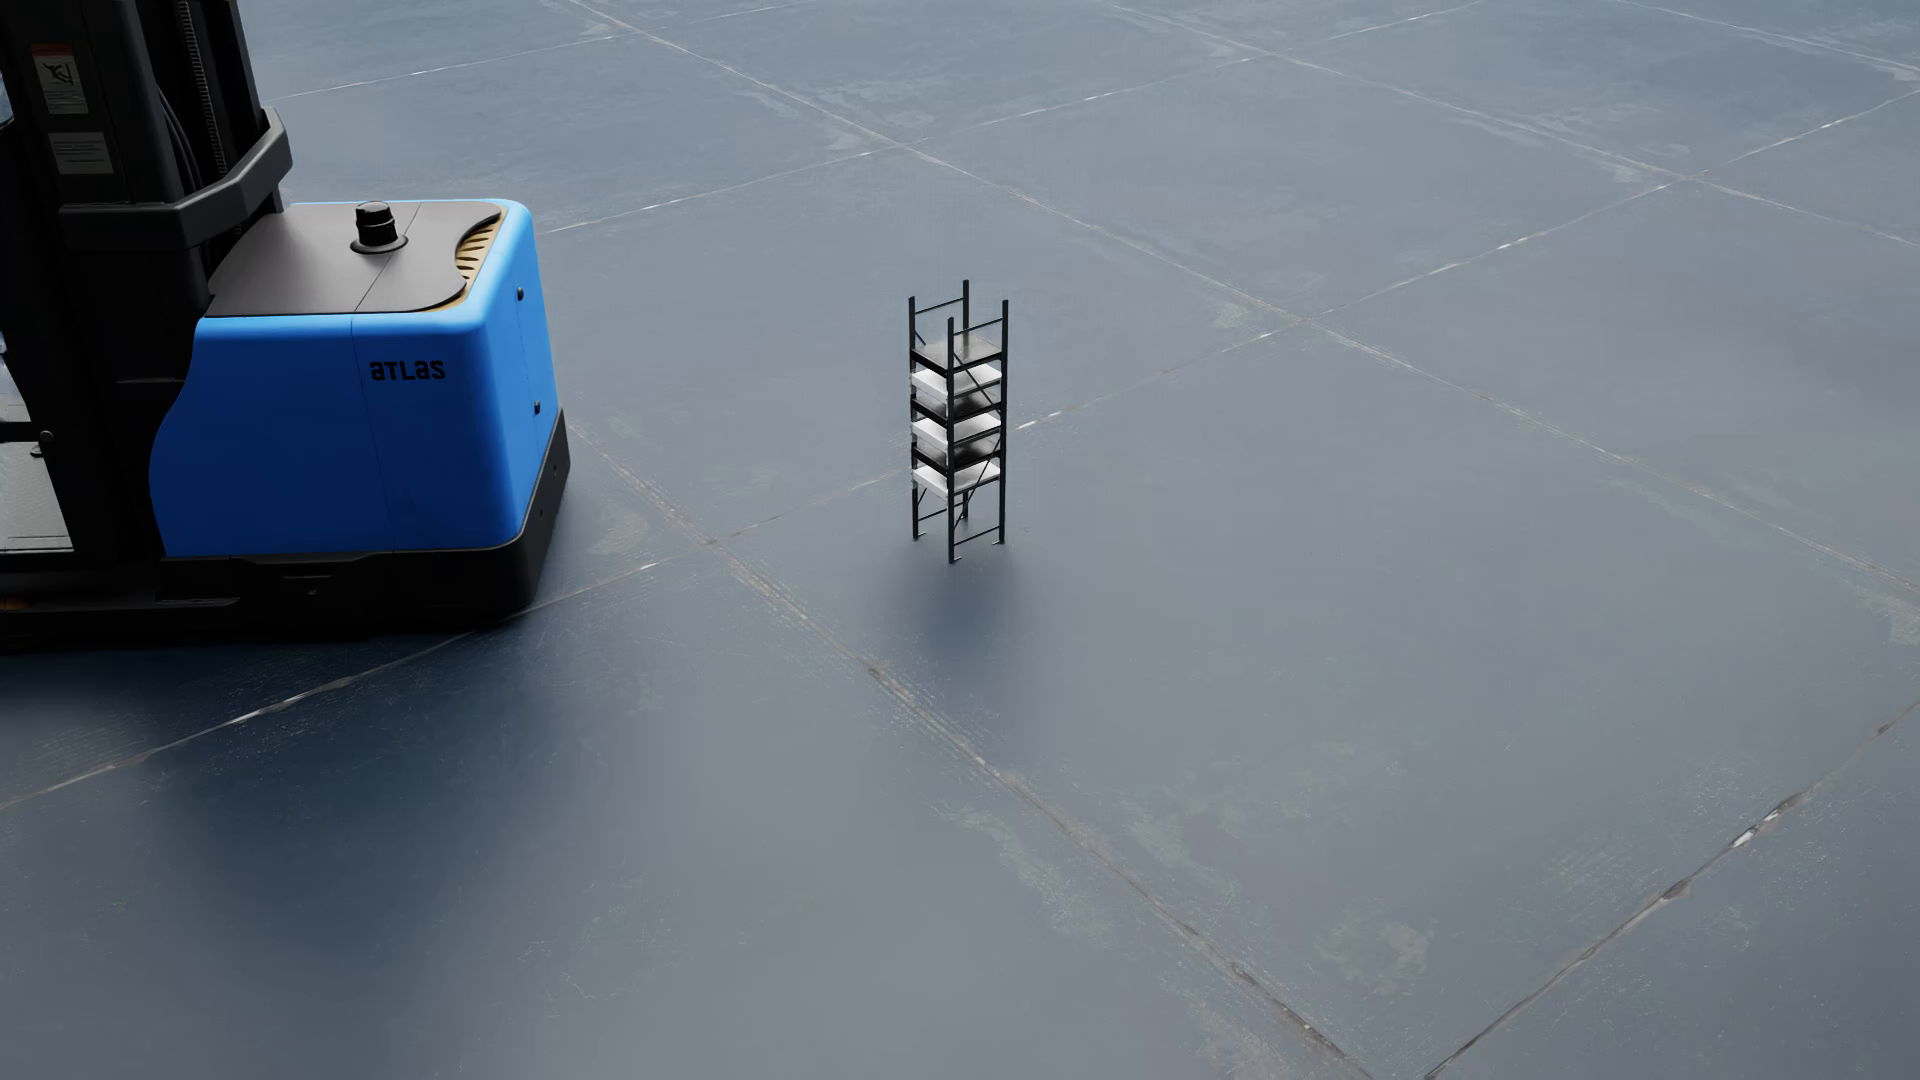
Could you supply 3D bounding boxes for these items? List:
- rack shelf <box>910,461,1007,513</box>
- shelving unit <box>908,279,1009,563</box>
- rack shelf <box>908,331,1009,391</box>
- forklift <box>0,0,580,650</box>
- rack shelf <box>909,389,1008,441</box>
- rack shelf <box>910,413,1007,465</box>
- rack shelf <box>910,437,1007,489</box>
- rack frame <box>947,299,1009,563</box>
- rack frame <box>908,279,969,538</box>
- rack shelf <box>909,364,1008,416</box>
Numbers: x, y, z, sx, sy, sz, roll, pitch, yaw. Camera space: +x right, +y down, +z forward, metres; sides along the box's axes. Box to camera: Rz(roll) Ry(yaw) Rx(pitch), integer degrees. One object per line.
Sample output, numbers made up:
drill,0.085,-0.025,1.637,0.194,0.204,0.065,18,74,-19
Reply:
rack shelf,-0.005,-0.204,5.631,0.258,0.077,0.200,-22,38,-31
shelving unit,-0.005,-0.386,5.518,0.258,0.900,0.210,-22,38,-31
rack shelf,-0.005,-0.587,5.393,0.258,0.077,0.200,-22,38,-31
forklift,-2.870,-1.185,4.879,3.031,2.935,1.130,-2,32,-3
rack shelf,-0.005,-0.434,5.488,0.258,0.077,0.200,-22,38,-31
rack shelf,-0.005,-0.357,5.536,0.258,0.077,0.200,-22,38,-31
rack shelf,-0.005,-0.281,5.583,0.258,0.077,0.200,-22,38,-31
rack frame,0.057,-0.343,5.450,0.240,0.900,0.006,-22,38,-31
rack frame,-0.067,-0.428,5.586,0.240,0.900,0.006,-22,38,-31
rack shelf,-0.005,-0.510,5.441,0.258,0.077,0.200,-22,38,-31
